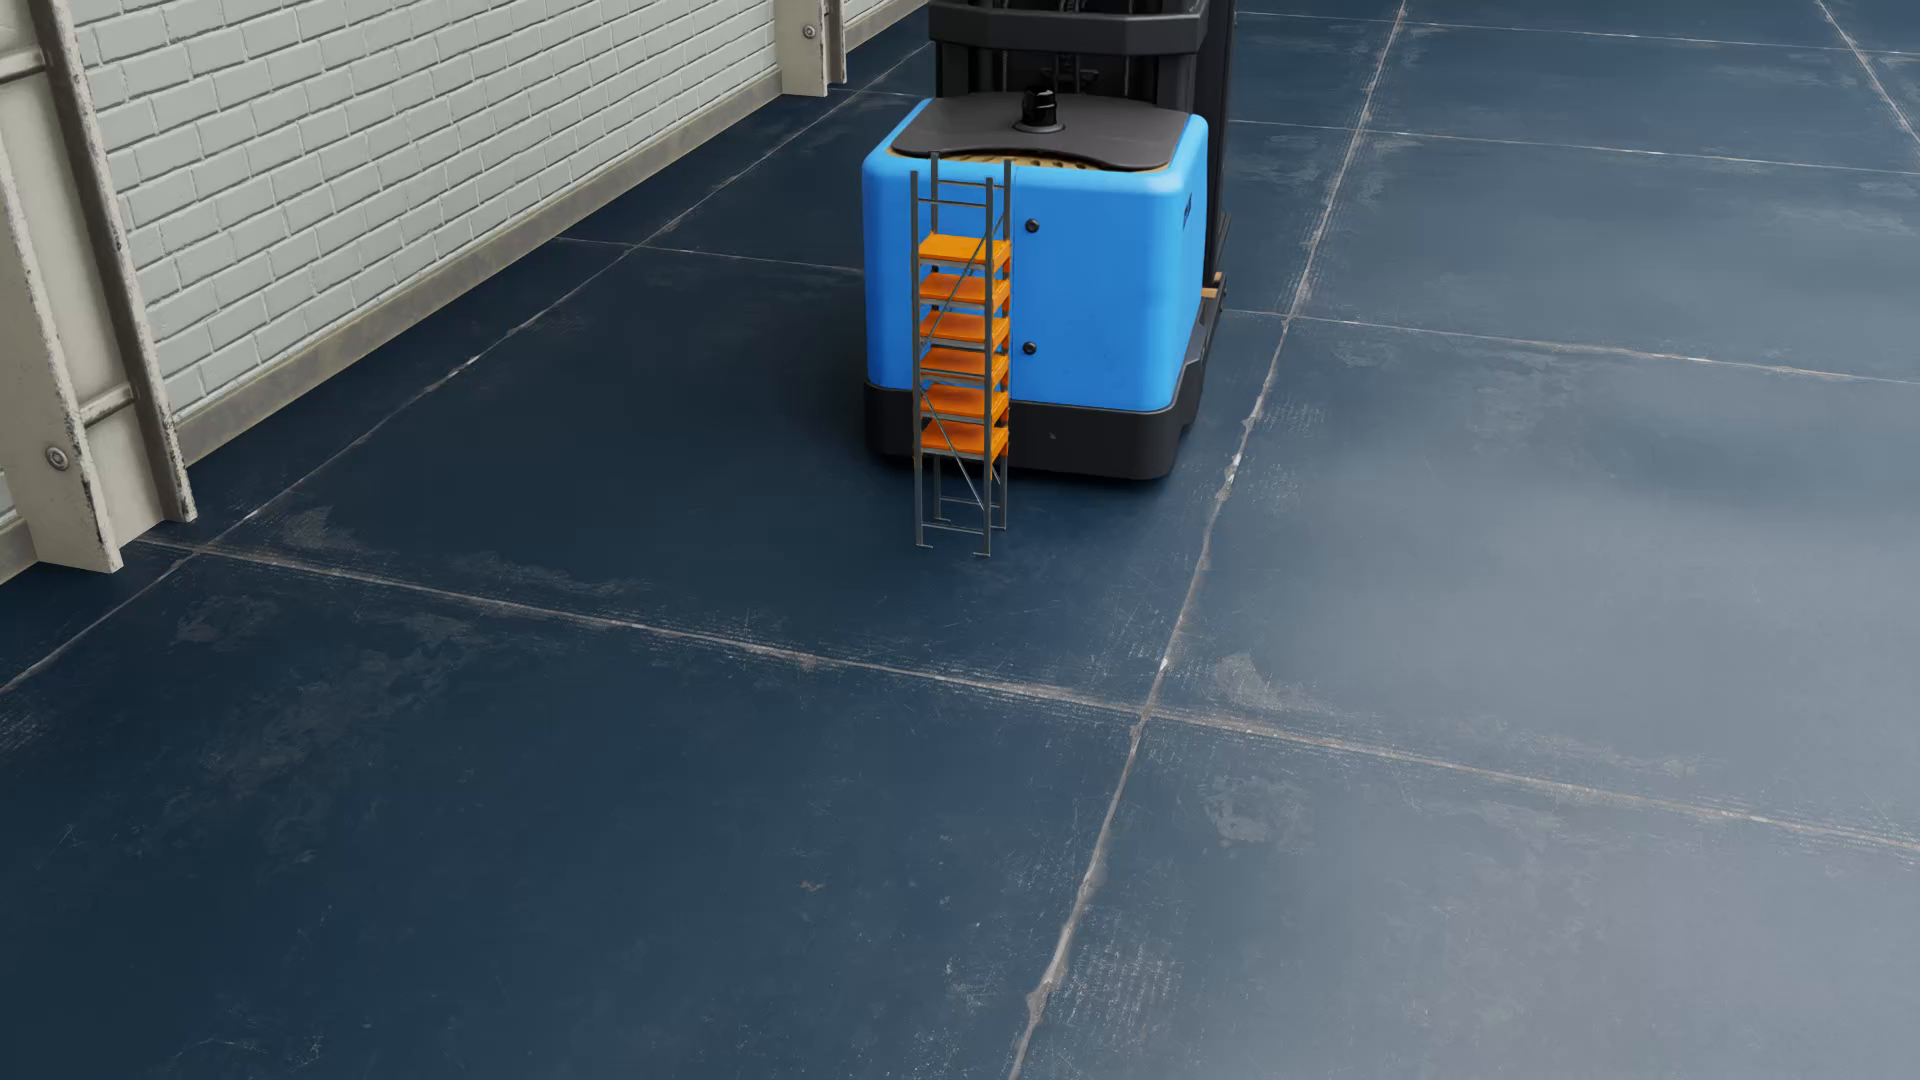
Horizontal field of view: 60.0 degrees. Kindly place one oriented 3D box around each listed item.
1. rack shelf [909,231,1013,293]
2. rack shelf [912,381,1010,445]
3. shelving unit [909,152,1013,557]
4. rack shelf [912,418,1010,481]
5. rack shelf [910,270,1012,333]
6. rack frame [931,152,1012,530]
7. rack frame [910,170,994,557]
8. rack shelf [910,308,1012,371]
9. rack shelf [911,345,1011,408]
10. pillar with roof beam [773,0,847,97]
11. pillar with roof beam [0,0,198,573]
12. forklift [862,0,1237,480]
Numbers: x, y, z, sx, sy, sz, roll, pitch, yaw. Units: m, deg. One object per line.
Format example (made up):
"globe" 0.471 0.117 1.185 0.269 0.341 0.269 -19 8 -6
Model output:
"rack shelf" 0.004 -0.807 4.817 0.258 0.103 0.180 8 30 15
"rack shelf" 0.004 -0.387 5.050 0.258 0.103 0.180 8 30 15
"shelving unit" 0.004 -0.531 4.970 0.258 1.200 0.189 8 30 15
"rack shelf" 0.004 -0.282 5.109 0.258 0.103 0.180 8 30 15
"rack shelf" 0.004 -0.702 4.875 0.258 0.103 0.180 8 30 15
"rack frame" 0.031 -0.574 5.047 0.240 1.200 0.006 8 30 15
"rack frame" -0.023 -0.489 4.894 0.240 1.200 0.006 8 30 15
"rack shelf" 0.004 -0.597 4.934 0.258 0.103 0.180 8 30 15
"rack shelf" 0.004 -0.492 4.992 0.258 0.103 0.180 8 30 15
"pillar with roof beam" 3.203 -6.118 6.991 9.100 9.000 0.400 8 30 15
"pillar with roof beam" 1.441 -3.330 1.979 9.100 9.000 0.400 8 30 15
"forklift" 0.505 -2.179 6.151 1.130 2.935 3.031 6 30 11
